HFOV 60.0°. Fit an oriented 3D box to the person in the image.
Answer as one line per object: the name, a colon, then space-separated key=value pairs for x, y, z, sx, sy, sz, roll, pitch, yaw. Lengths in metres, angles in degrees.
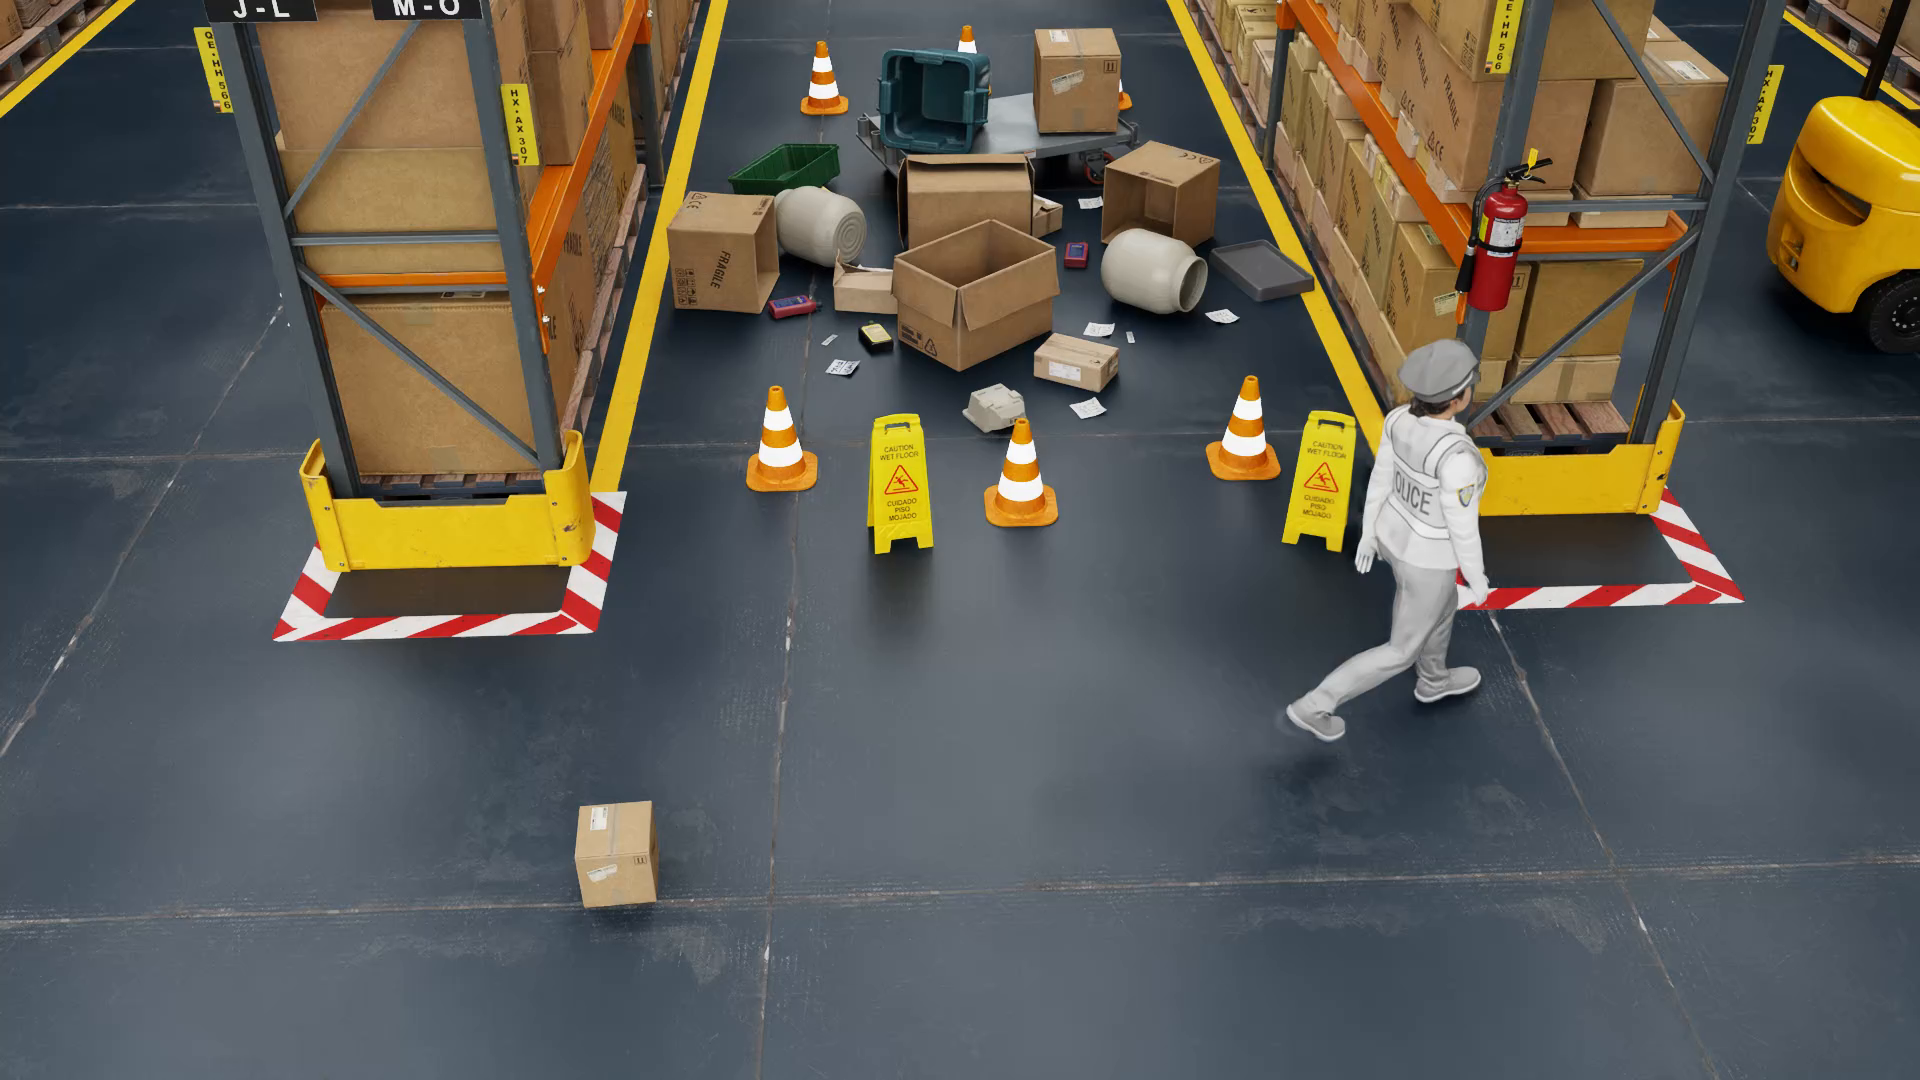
person: x=1.661 y=0.030 z=6.065 sx=0.938 sy=1.647 sz=0.479 roll=-10 pitch=37 yaw=-13
